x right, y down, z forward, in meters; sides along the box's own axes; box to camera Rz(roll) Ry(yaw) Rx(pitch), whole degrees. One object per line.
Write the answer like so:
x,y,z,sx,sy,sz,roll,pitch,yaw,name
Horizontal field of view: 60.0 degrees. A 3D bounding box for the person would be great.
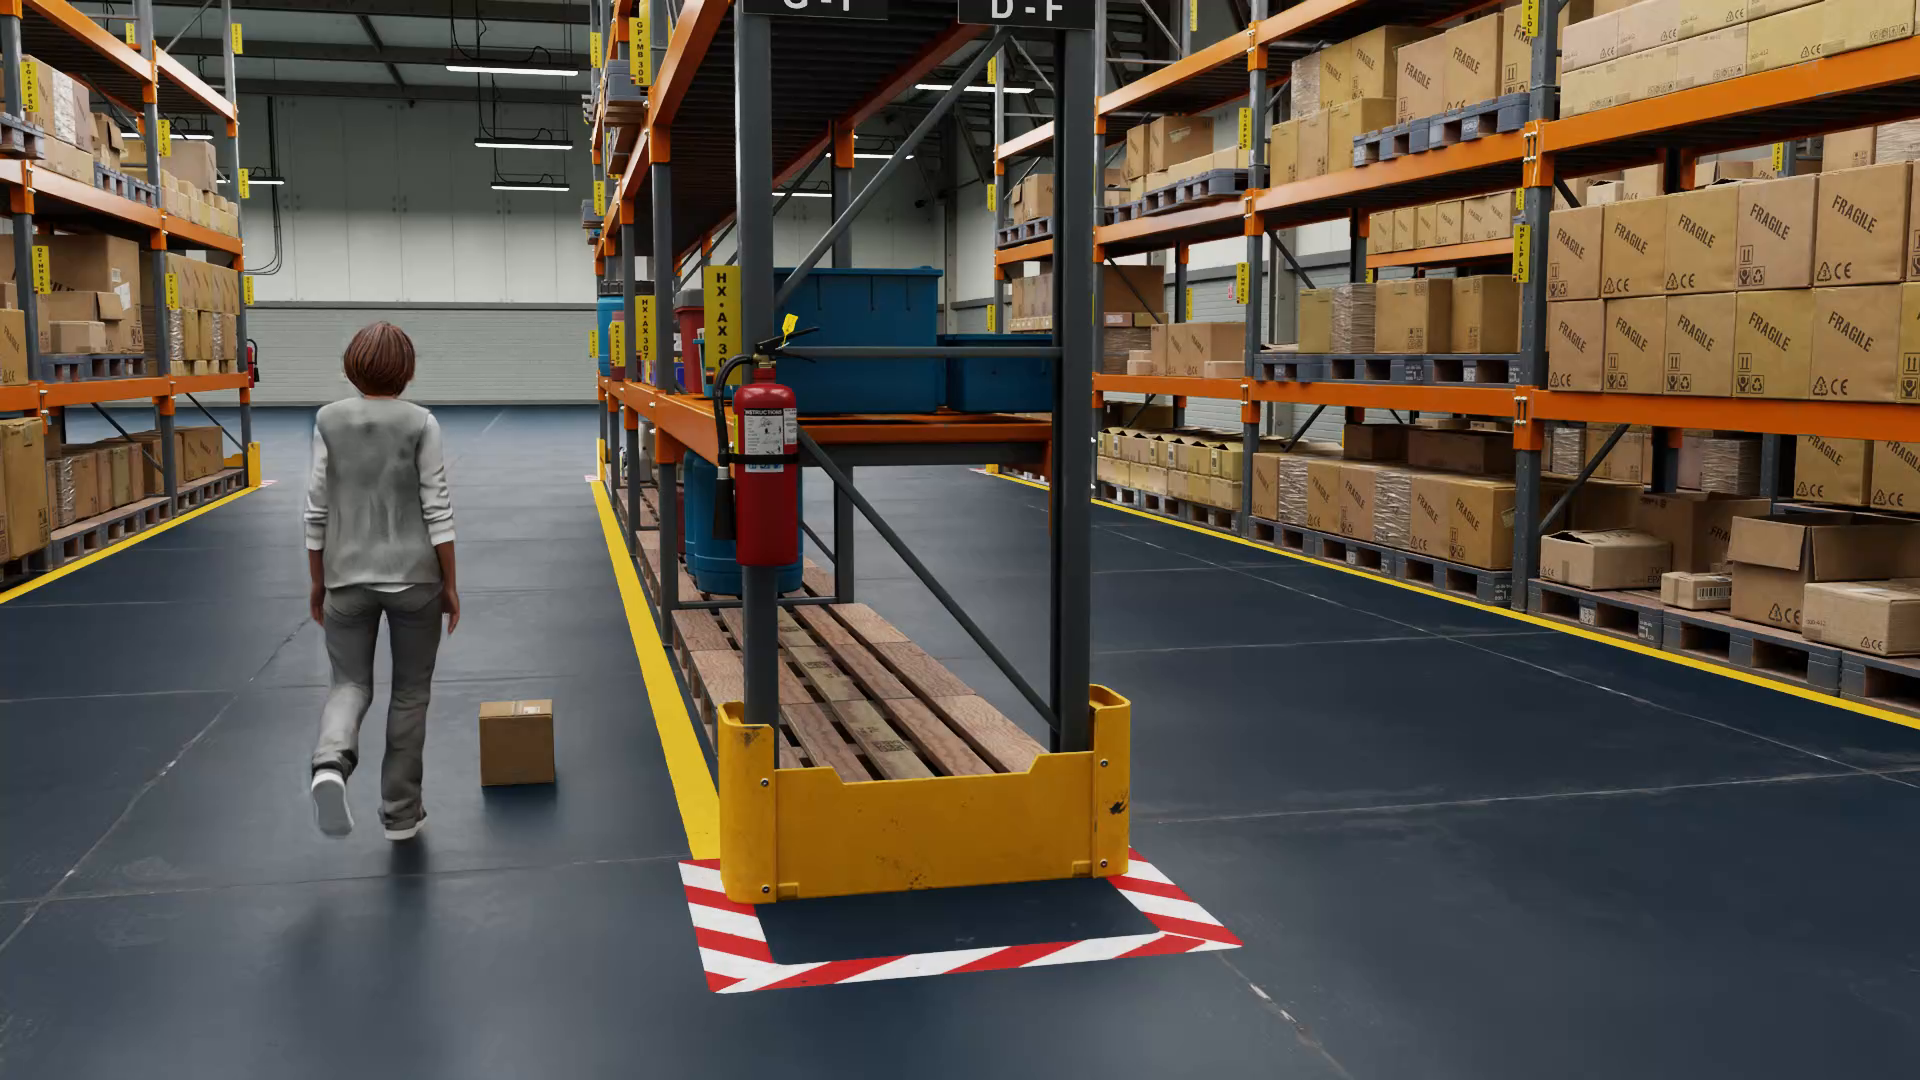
-1.732,0.149,4.952,0.446,1.562,0.604,-1,6,-6,person
